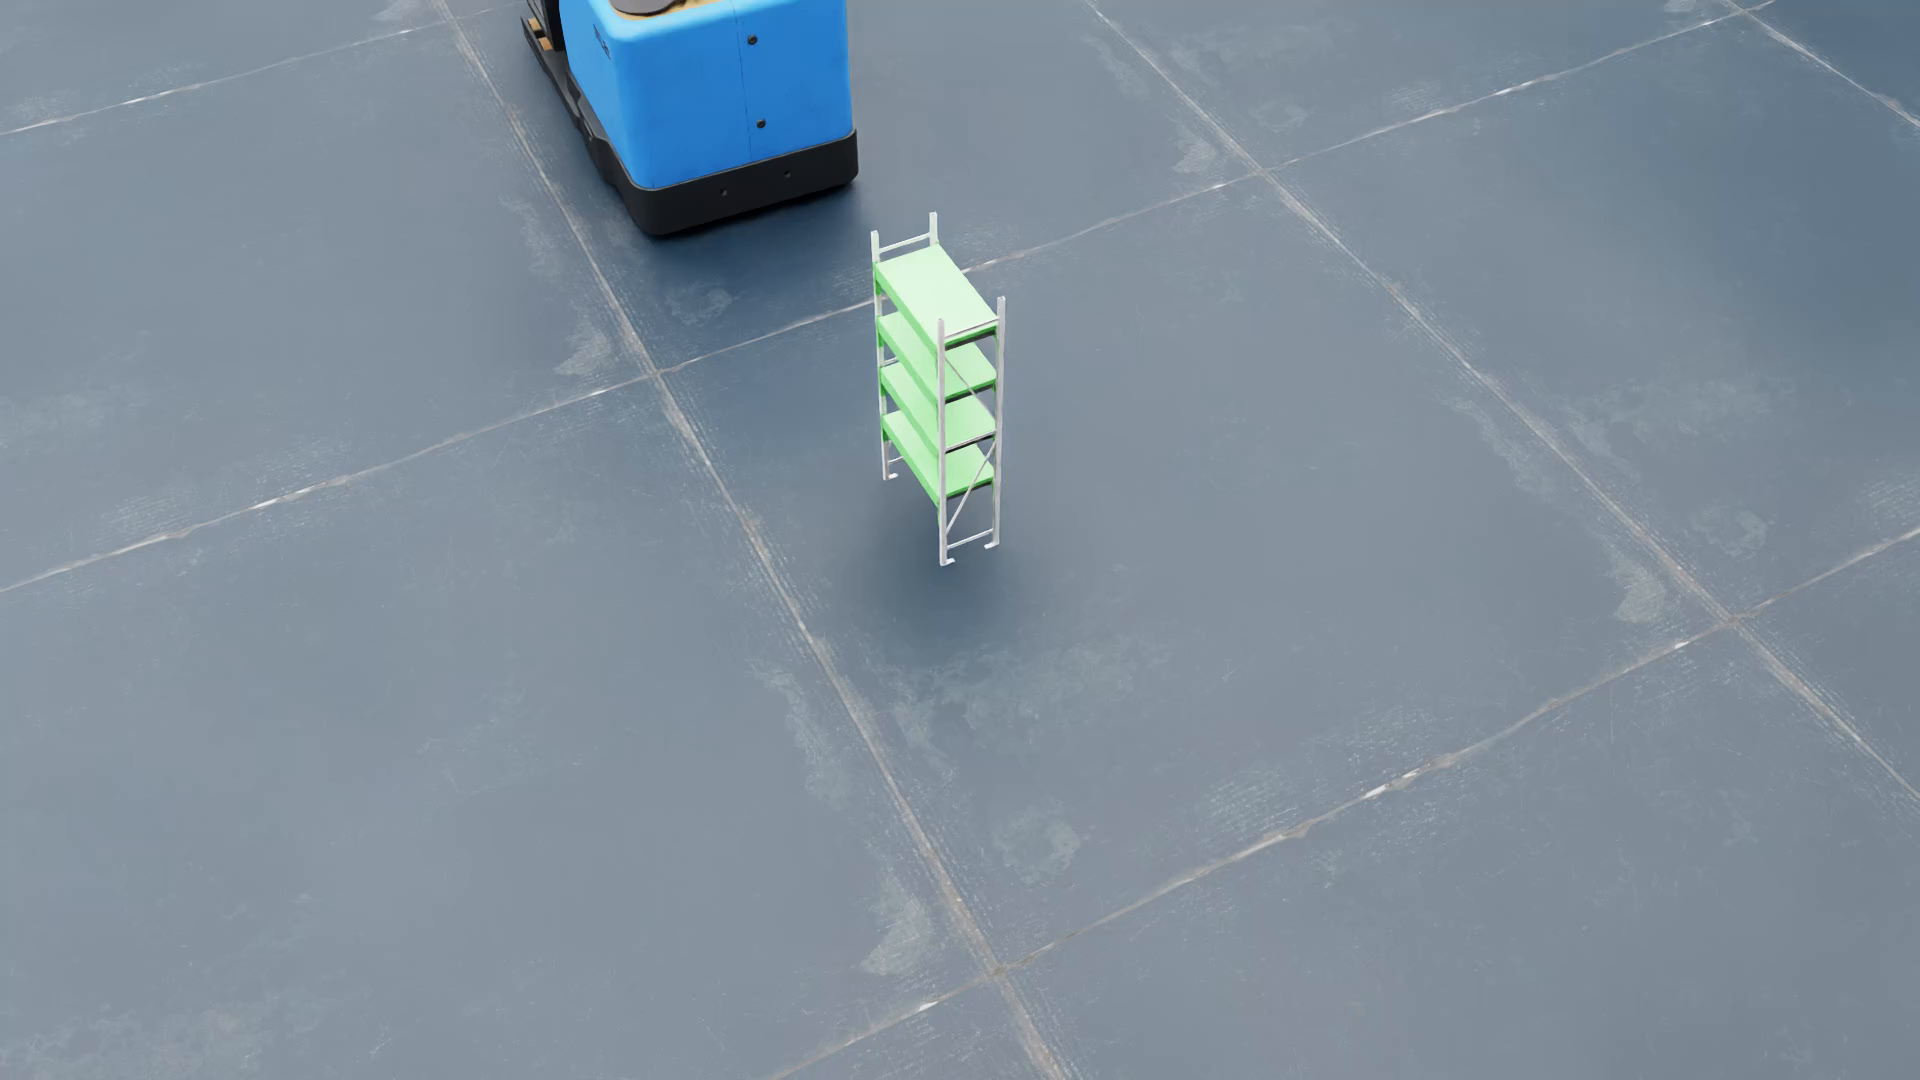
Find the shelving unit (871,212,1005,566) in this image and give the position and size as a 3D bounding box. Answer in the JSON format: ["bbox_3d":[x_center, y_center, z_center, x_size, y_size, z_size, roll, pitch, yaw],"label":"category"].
[{"bbox_3d":[-0.076,-0.506,5.895,0.258,1.200,0.503,-21,52,-18],"label":"shelving unit"}]

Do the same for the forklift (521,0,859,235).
[{"bbox_3d":[-1.552,-3.436,7.308,1.130,2.935,3.031,-20,52,-16],"label":"forklift"}]

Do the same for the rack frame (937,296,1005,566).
[{"bbox_3d":[0.036,-0.342,5.752,0.240,1.200,0.015,-21,52,-18],"label":"rack frame"}]

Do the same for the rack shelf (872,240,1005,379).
[{"bbox_3d":[-0.076,-0.780,5.582,0.258,0.148,0.480,-21,52,-18],"label":"rack shelf"}]

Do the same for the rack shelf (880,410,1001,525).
[{"bbox_3d":[-0.076,-0.306,6.124,0.258,0.148,0.480,-21,52,-18],"label":"rack shelf"}]

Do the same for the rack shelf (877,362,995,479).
[{"bbox_3d":[-0.076,-0.464,5.943,0.258,0.148,0.480,-21,52,-18],"label":"rack shelf"}]

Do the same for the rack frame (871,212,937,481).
[{"bbox_3d":[-0.187,-0.669,6.038,0.240,1.200,0.015,-21,52,-18],"label":"rack frame"}]

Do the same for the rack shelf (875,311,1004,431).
[{"bbox_3d":[-0.076,-0.622,5.763,0.258,0.148,0.480,-21,52,-18],"label":"rack shelf"}]
